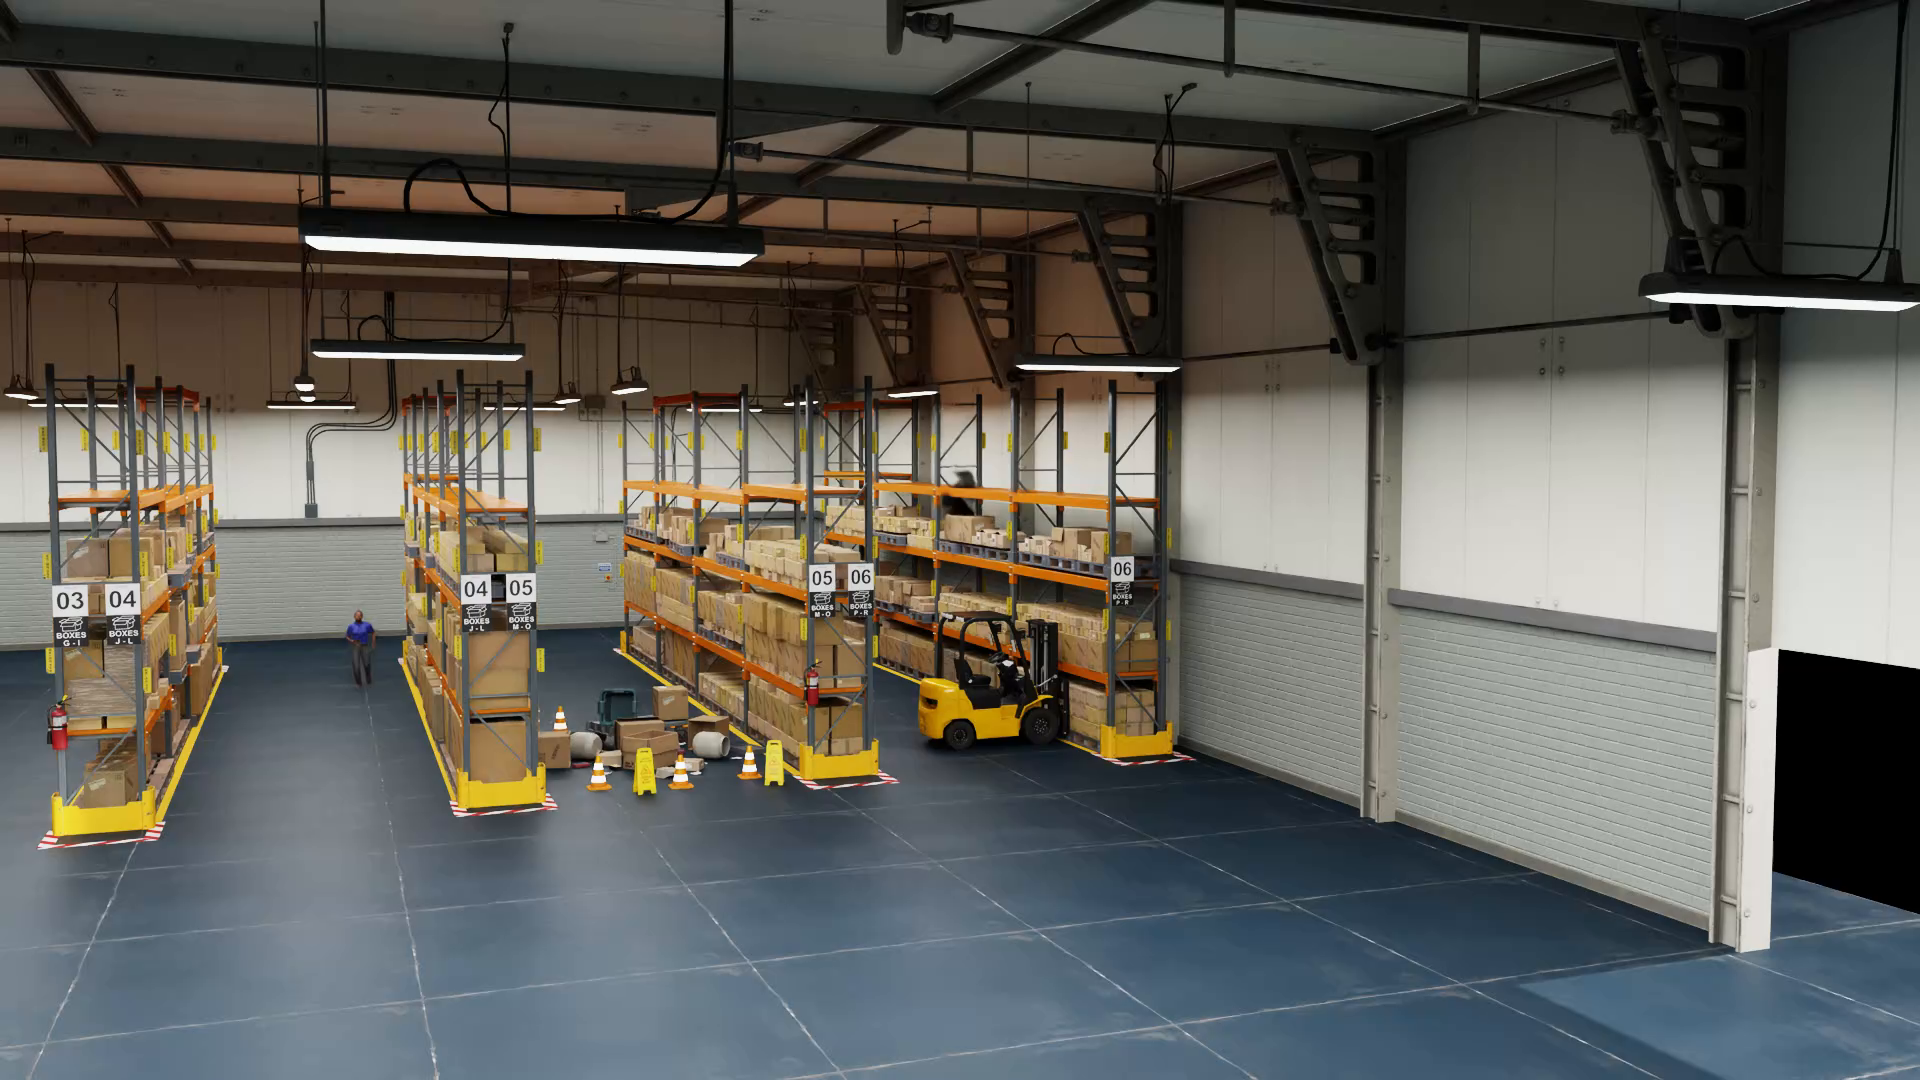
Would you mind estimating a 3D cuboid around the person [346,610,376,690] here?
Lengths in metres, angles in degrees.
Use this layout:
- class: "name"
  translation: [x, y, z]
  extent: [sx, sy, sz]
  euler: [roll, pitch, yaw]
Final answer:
- class: "person"
  translation: [-12.136, 2.237, 33.716]
  extent: [0.583, 1.621, 0.572]
  euler: [-1, 4, -23]
